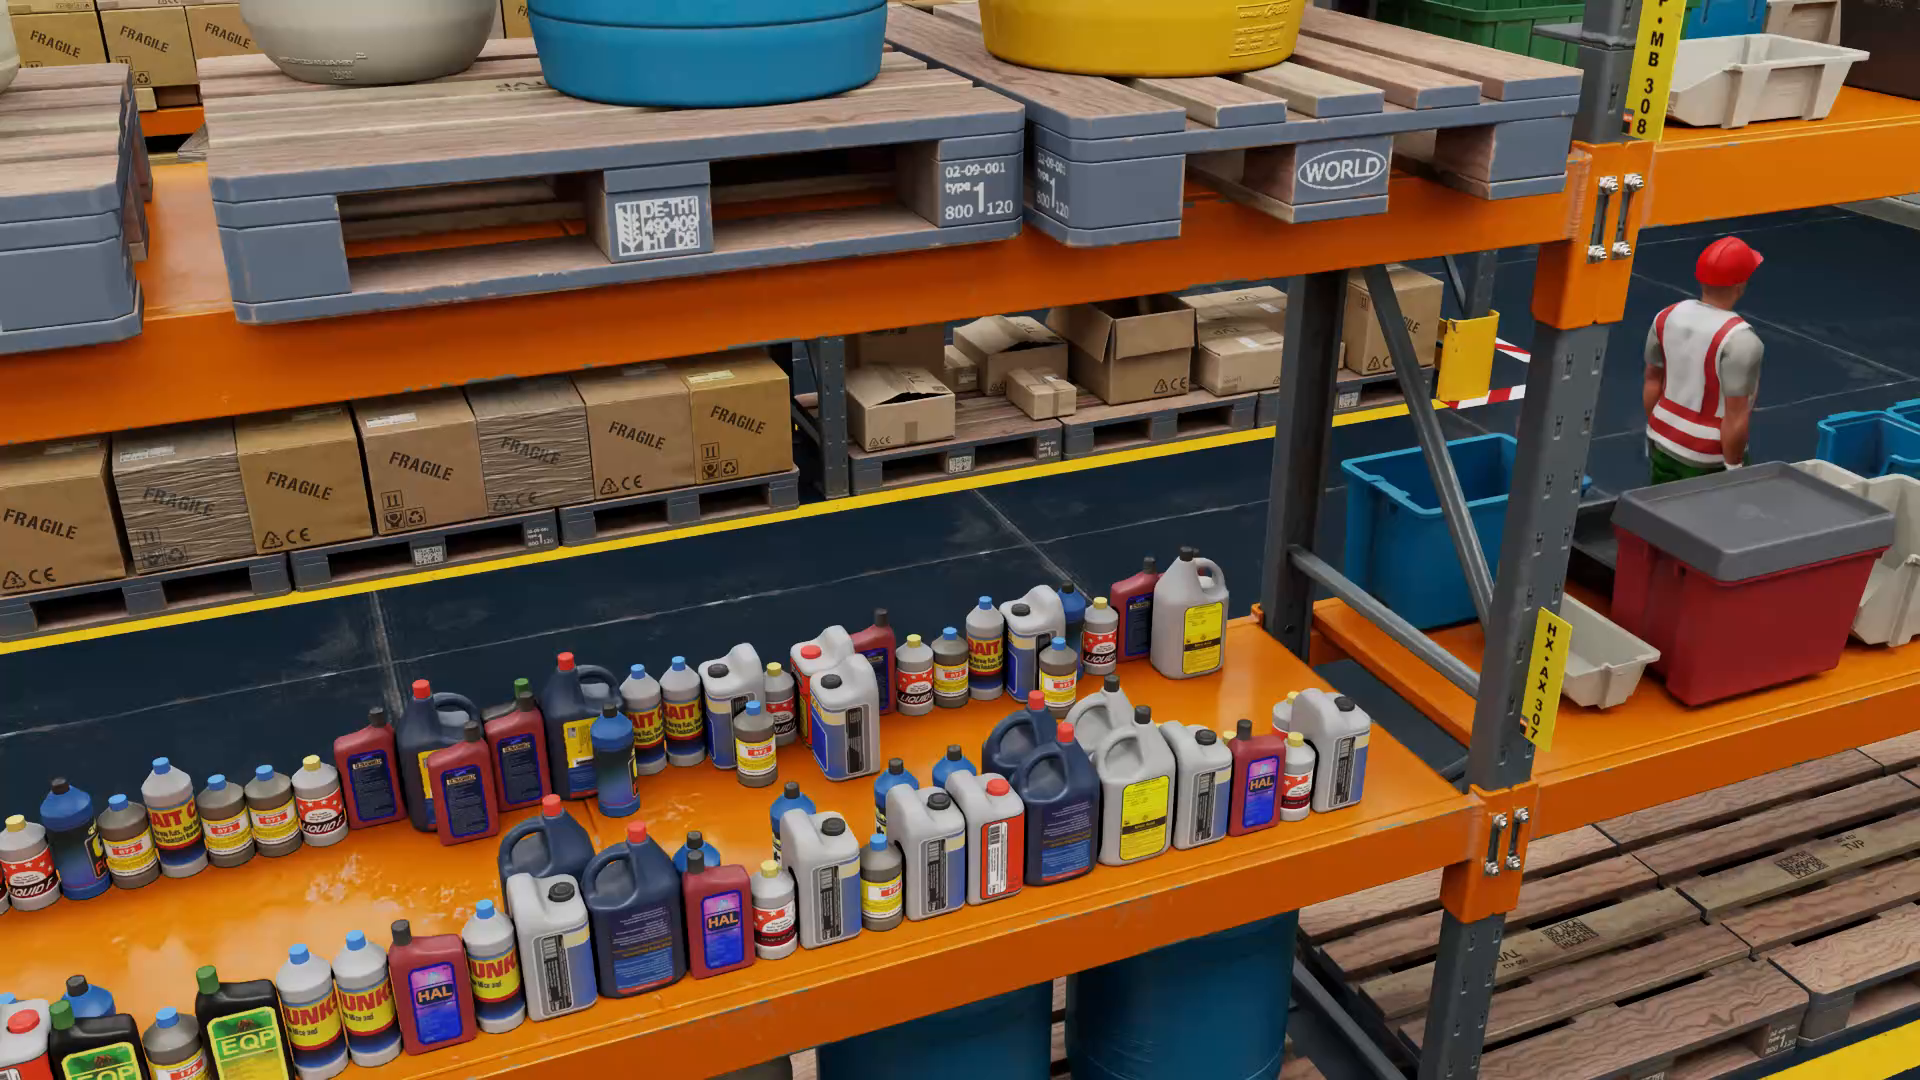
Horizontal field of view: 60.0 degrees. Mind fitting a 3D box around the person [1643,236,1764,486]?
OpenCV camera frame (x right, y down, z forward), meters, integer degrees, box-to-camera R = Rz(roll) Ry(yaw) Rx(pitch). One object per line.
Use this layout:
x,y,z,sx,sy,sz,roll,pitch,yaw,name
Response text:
3.033,-0.375,6.801,0.486,1.777,0.570,-11,28,-21,person
